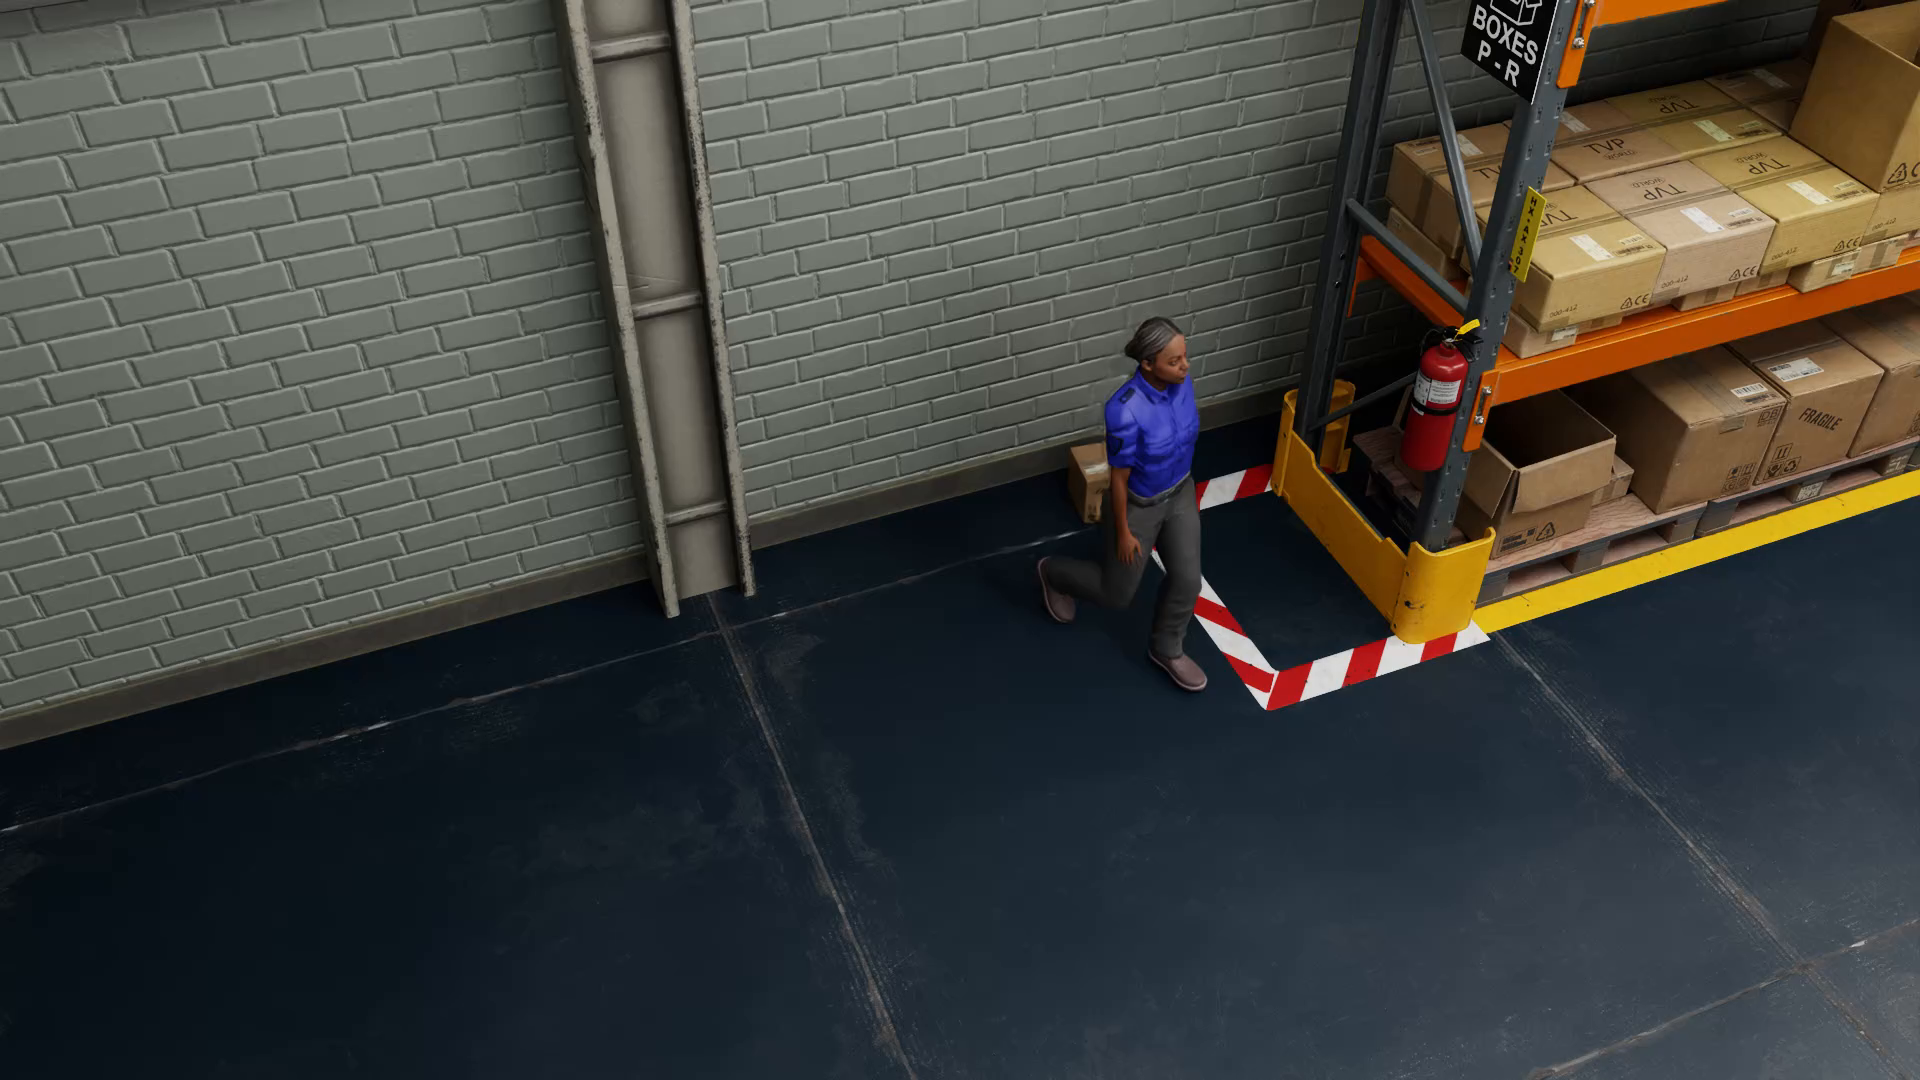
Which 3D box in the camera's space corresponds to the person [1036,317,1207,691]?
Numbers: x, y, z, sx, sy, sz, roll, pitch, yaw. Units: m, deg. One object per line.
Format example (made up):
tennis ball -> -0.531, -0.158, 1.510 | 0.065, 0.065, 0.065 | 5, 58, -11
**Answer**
person -> 0.677, -0.167, 6.335 | 0.431, 1.626, 0.785 | -30, 50, -29
